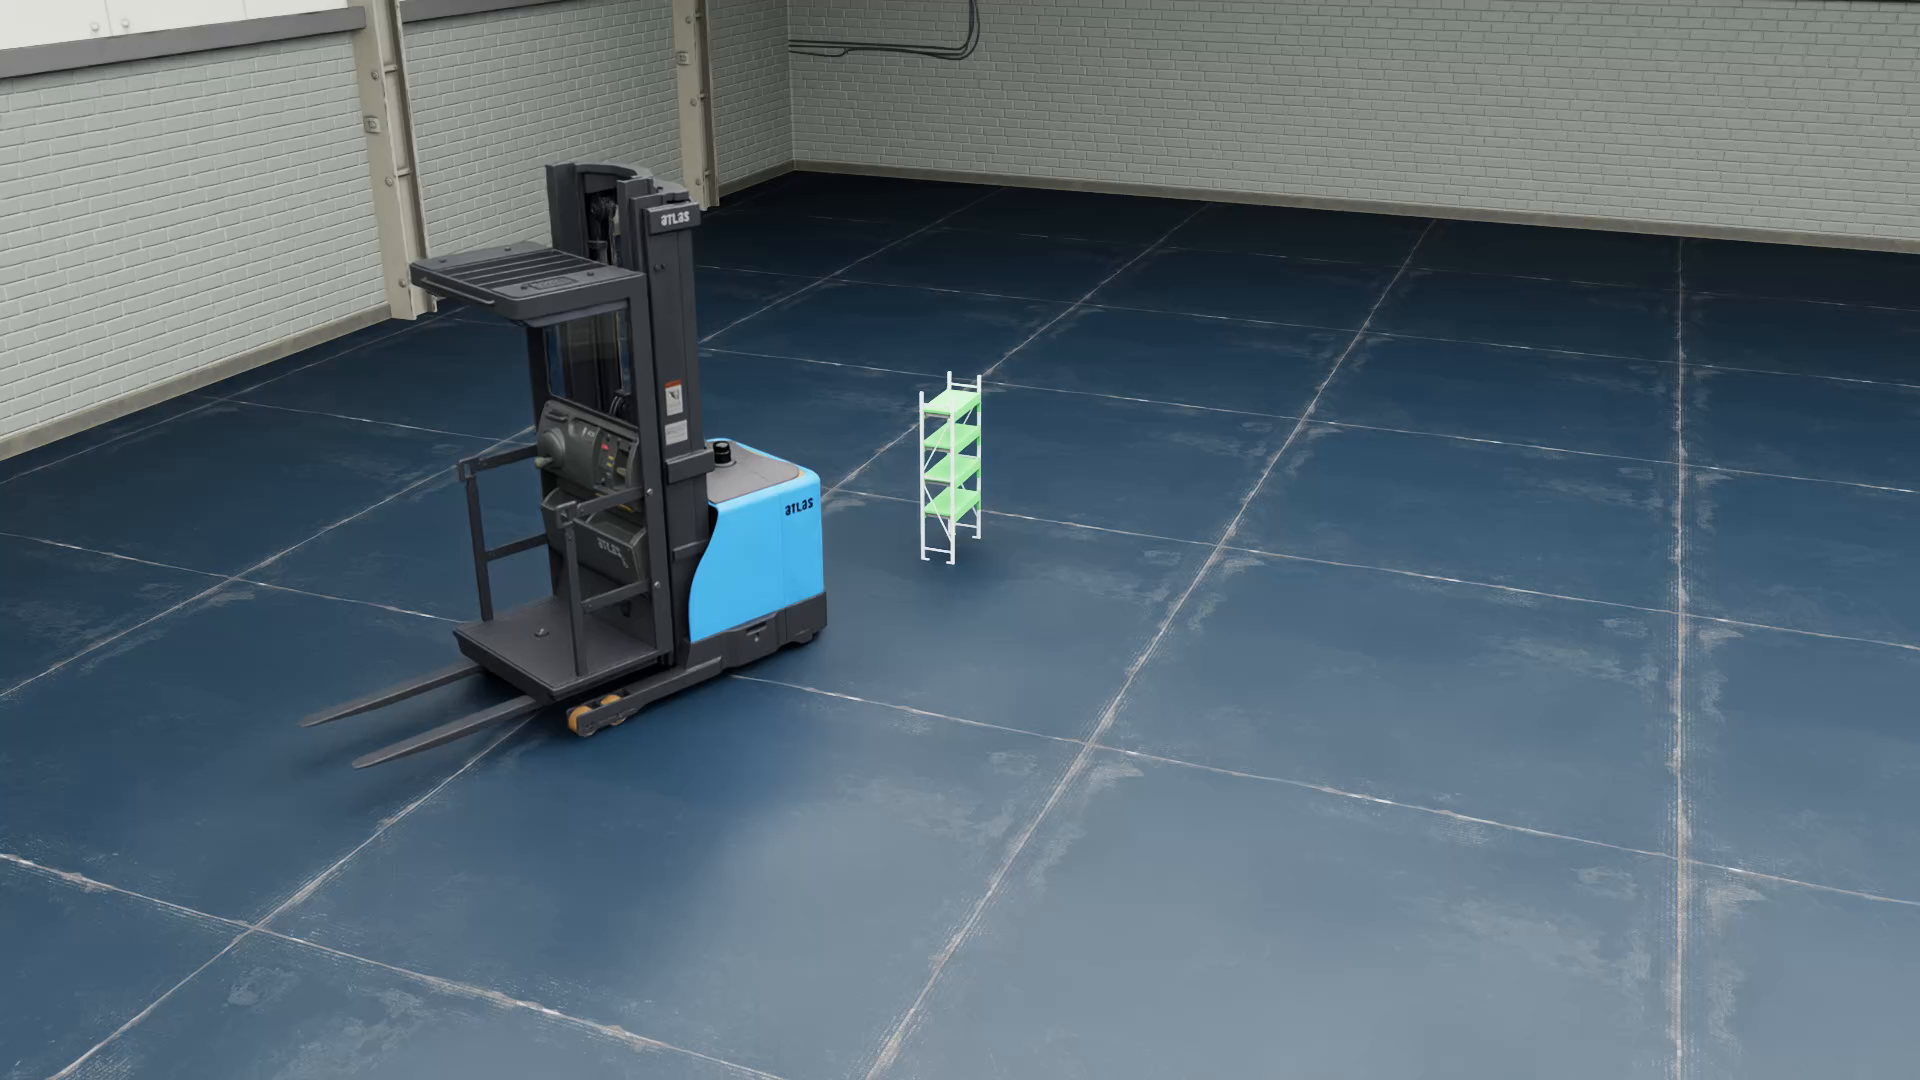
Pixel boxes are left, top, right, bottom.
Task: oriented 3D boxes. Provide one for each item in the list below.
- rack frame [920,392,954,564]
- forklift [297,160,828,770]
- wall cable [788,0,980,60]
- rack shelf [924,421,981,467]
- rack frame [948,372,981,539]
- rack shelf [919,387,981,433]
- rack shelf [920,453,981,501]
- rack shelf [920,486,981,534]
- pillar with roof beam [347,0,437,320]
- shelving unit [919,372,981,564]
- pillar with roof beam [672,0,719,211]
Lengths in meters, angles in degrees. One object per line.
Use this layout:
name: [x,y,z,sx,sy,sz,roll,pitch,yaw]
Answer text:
rack frame: [-0.152,-0.407,11.168,0.240,1.200,0.015,9,24,20]
forklift: [-2.220,-0.493,9.127,3.031,2.935,1.130,-21,31,-41]
wall cable: [-1.171,-8.097,23.489,3.097,2.526,0.112,9,24,20]
rack shelf: [-0.061,-0.657,11.309,0.258,0.148,0.480,9,24,20]
rack frame: [0.029,-0.582,11.586,0.240,1.200,0.015,9,24,20]
rack shelf: [-0.061,-0.878,11.217,0.258,0.148,0.480,9,24,20]
rack shelf: [-0.061,-0.435,11.402,0.258,0.148,0.480,9,24,20]
rack shelf: [-0.061,-0.214,11.494,0.258,0.148,0.480,9,24,20]
pillar with roof beam: [-1.724,-5.902,14.204,9.100,9.000,0.400,9,24,20]
shelving unit: [-0.061,-0.494,11.377,0.258,1.200,0.503,9,24,20]
pillar with roof beam: [0.504,-8.049,19.344,9.100,9.000,0.400,9,24,20]
